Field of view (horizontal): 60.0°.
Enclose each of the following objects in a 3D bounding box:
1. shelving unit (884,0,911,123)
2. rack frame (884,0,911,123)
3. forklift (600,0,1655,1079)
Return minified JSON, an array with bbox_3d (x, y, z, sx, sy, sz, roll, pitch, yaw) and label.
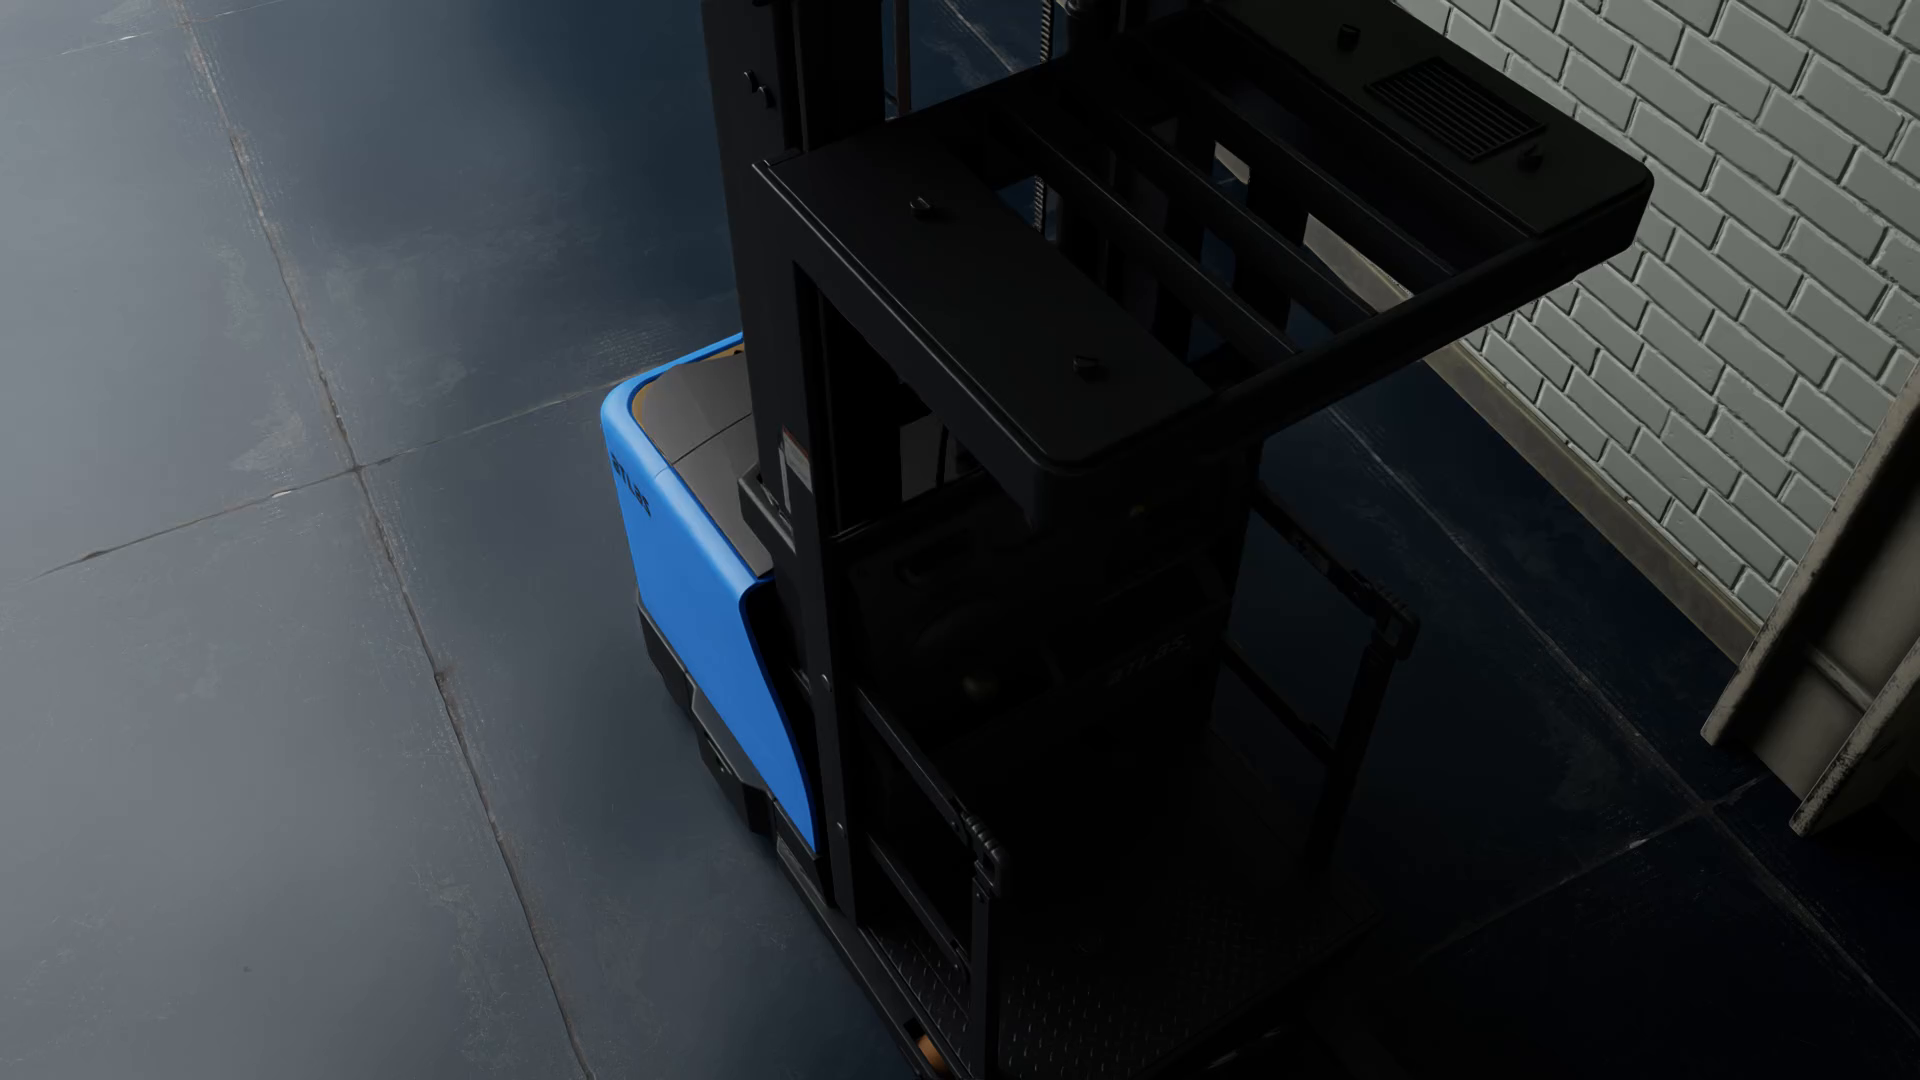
[{"bbox_3d":[-0.309,-0.977,5.108,0.587,1.500,1.083,-8,49,-7],"label":"shelving unit"},{"bbox_3d":[-0.406,-1.345,5.430,0.500,1.500,0.032,-8,49,-7],"label":"rack frame"},{"bbox_3d":[0.317,0.095,3.220,1.130,2.935,3.031,-27,54,-21],"label":"forklift"}]
